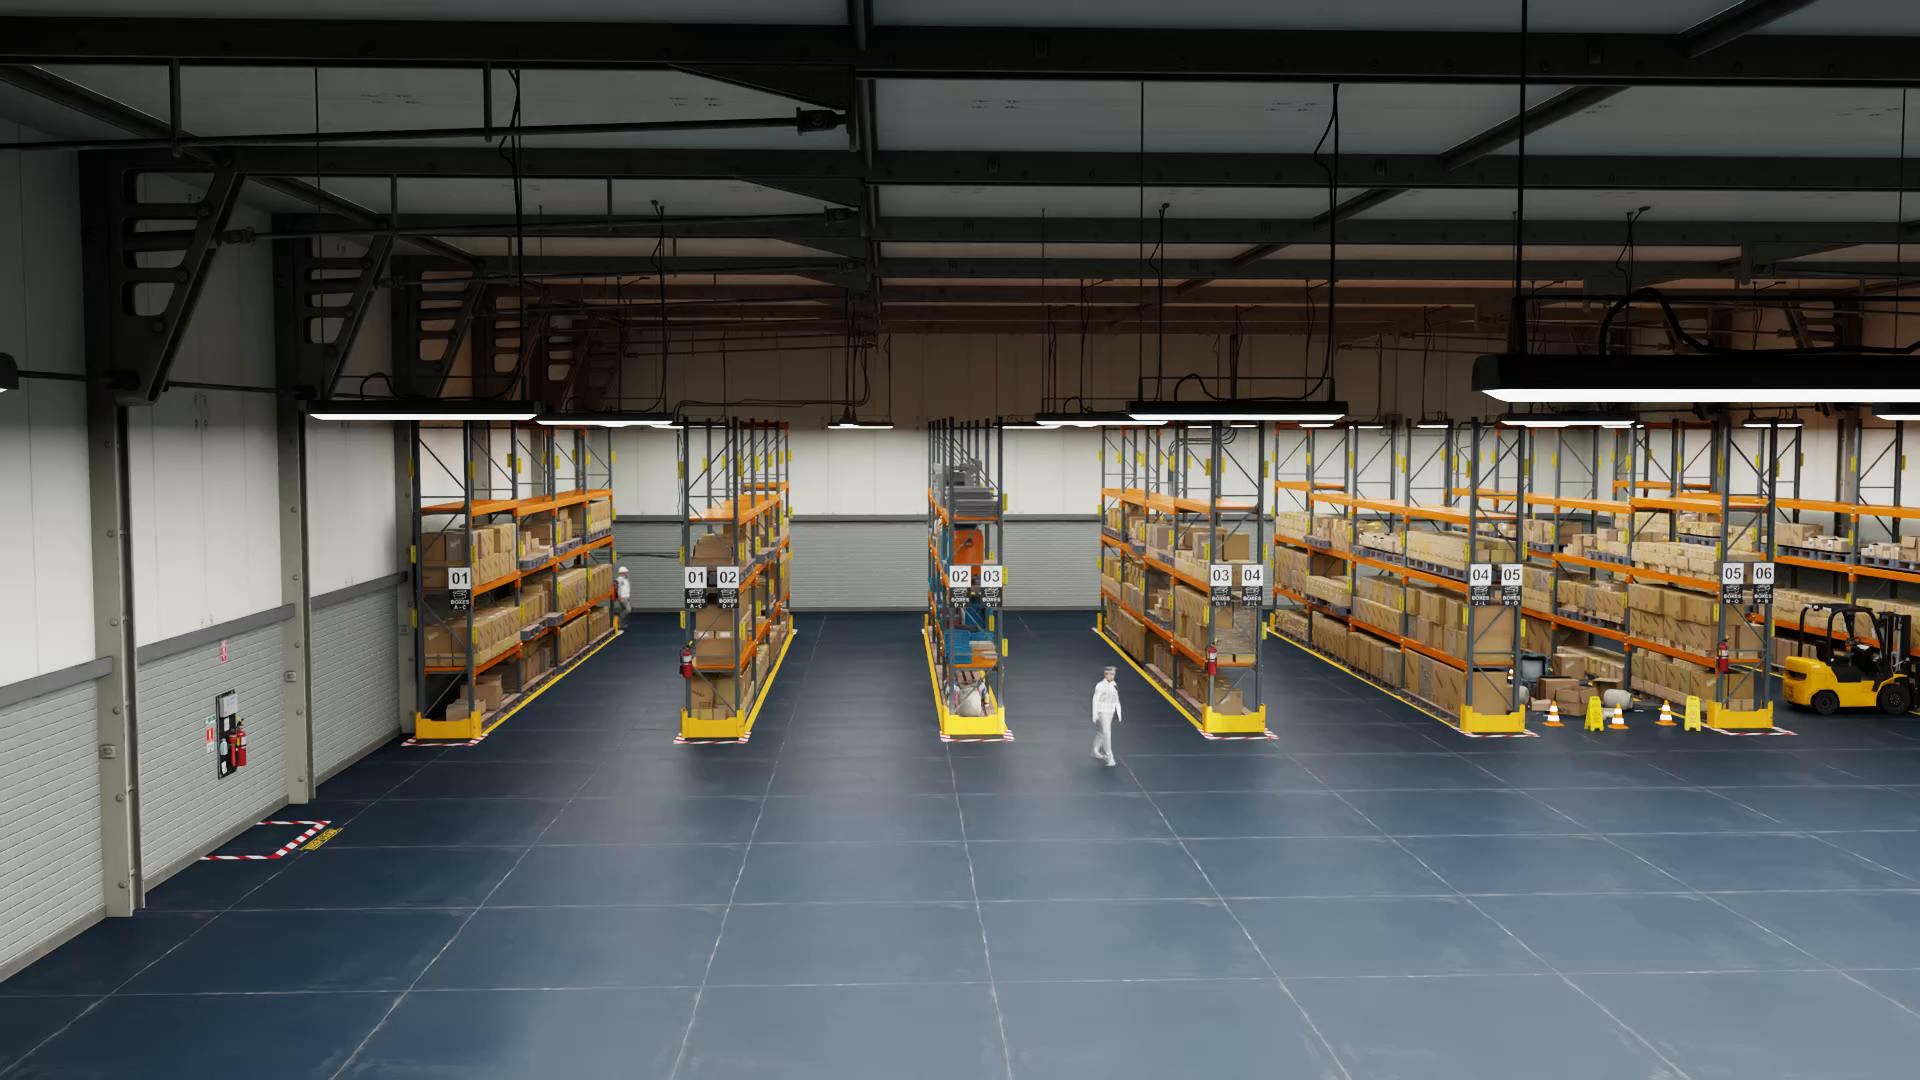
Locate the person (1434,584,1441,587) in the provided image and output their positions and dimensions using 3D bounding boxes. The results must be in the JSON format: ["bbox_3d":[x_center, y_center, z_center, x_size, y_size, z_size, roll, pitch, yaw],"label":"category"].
[{"bbox_3d":[12.911,1.918,44.614,0.517,1.784,0.534,-2,4,-29],"label":"person"}]

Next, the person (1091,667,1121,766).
[{"bbox_3d":[2.547,3.010,28.810,0.732,1.654,0.510,4,5,43],"label":"person"}]

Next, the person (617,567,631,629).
[{"bbox_3d":[-9.776,1.669,48.397,0.429,1.780,0.567,0,4,-2],"label":"person"}]
